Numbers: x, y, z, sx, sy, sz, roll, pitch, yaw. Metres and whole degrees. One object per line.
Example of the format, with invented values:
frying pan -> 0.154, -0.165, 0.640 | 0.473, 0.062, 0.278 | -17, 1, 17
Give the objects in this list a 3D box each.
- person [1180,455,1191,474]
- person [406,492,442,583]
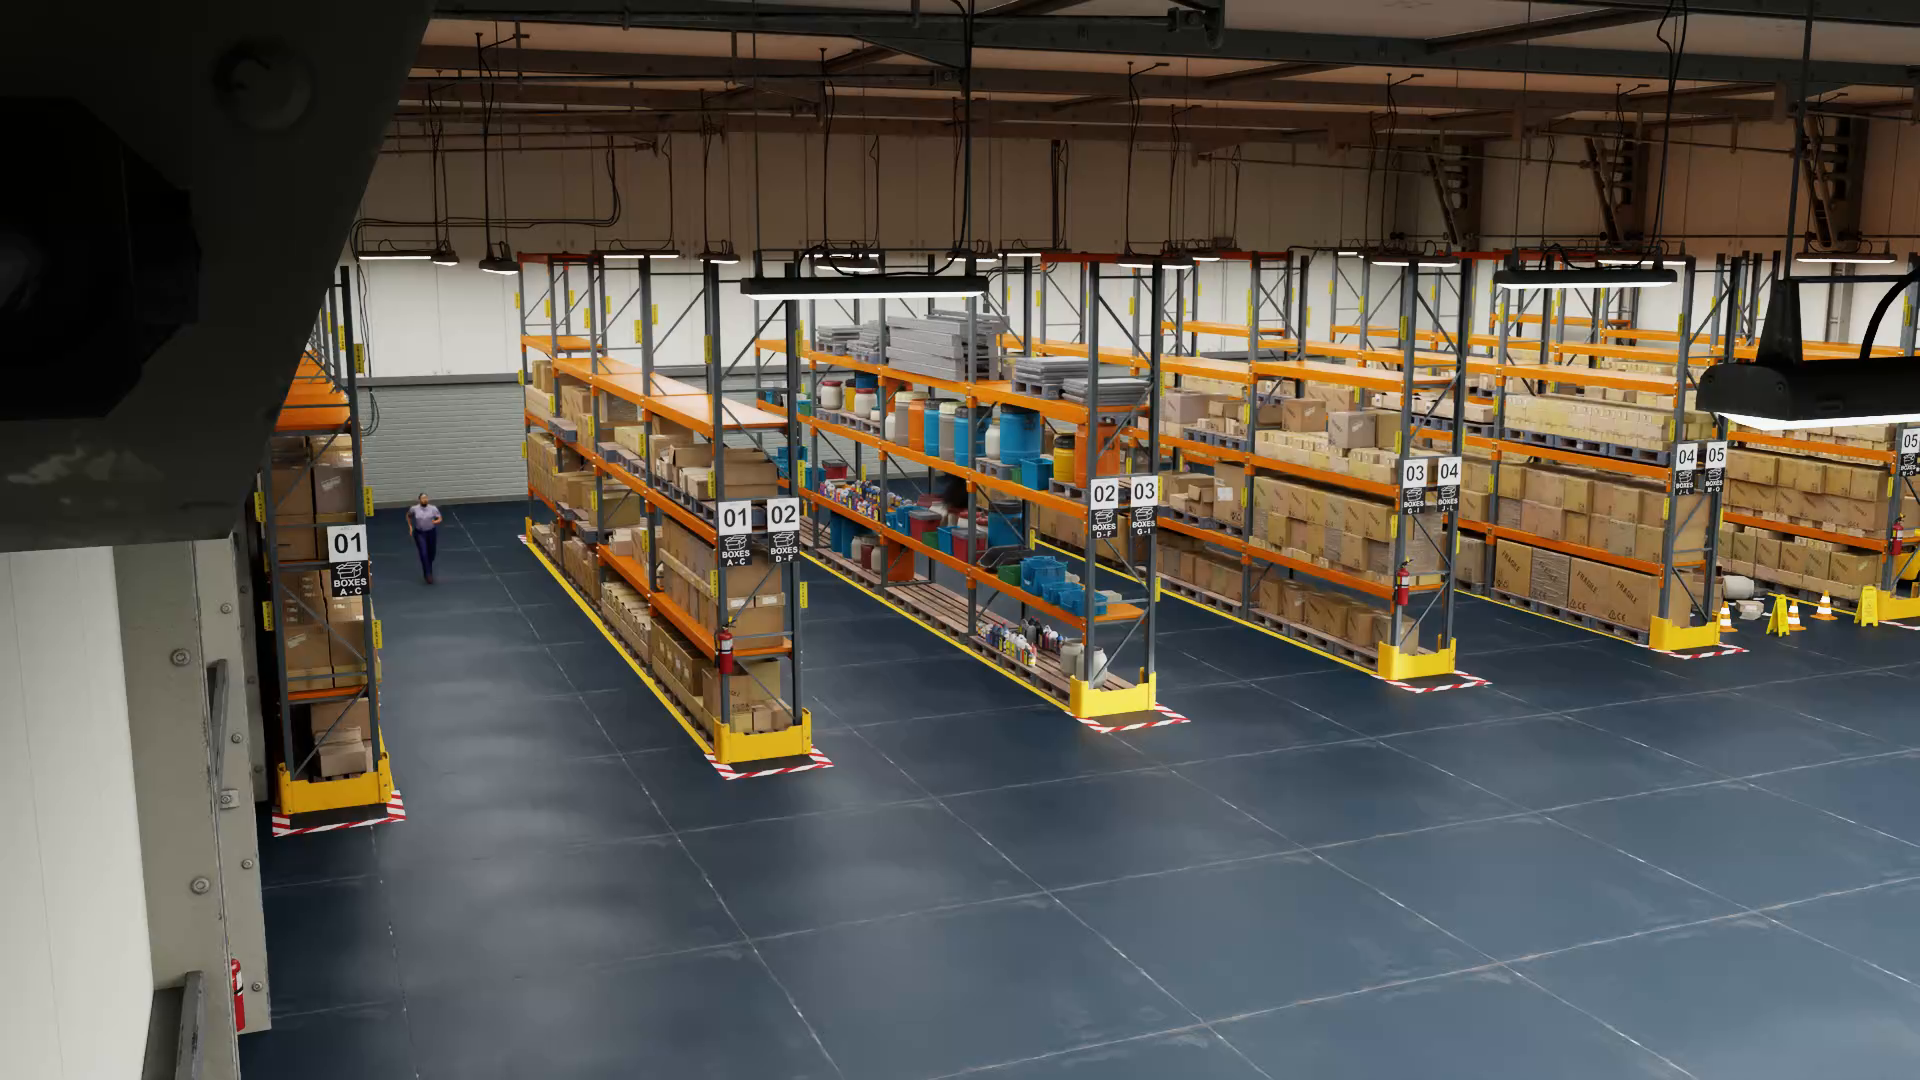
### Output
person -> 4.901, -1.112, 36.831 | 0.536, 1.572, 0.522 | -3, 11, -16
person -> -9.897, -0.082, 30.799 | 0.605, 1.638, 0.936 | -6, 12, -28
